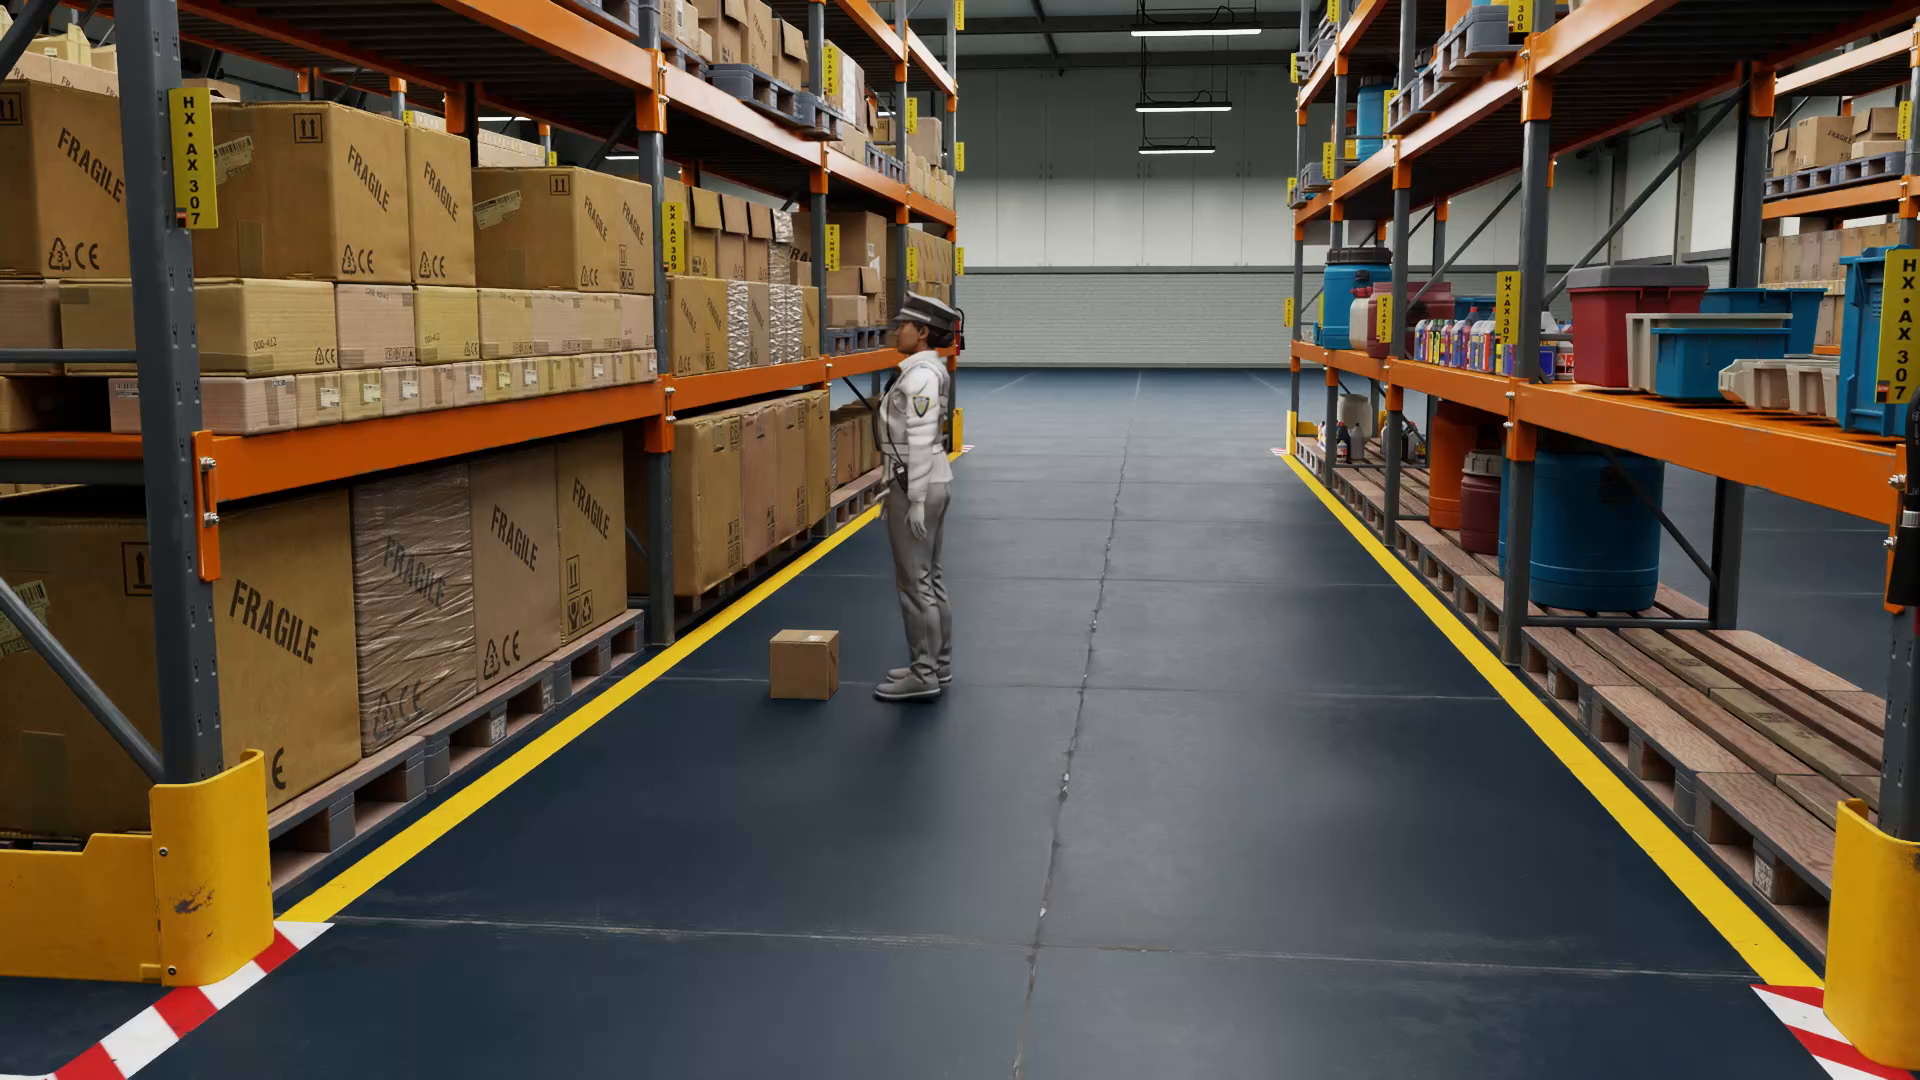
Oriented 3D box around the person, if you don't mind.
[{"bbox_3d":[-0.200,-0.189,6.973,0.390,1.703,0.516,1,8,6],"label":"person"}]
